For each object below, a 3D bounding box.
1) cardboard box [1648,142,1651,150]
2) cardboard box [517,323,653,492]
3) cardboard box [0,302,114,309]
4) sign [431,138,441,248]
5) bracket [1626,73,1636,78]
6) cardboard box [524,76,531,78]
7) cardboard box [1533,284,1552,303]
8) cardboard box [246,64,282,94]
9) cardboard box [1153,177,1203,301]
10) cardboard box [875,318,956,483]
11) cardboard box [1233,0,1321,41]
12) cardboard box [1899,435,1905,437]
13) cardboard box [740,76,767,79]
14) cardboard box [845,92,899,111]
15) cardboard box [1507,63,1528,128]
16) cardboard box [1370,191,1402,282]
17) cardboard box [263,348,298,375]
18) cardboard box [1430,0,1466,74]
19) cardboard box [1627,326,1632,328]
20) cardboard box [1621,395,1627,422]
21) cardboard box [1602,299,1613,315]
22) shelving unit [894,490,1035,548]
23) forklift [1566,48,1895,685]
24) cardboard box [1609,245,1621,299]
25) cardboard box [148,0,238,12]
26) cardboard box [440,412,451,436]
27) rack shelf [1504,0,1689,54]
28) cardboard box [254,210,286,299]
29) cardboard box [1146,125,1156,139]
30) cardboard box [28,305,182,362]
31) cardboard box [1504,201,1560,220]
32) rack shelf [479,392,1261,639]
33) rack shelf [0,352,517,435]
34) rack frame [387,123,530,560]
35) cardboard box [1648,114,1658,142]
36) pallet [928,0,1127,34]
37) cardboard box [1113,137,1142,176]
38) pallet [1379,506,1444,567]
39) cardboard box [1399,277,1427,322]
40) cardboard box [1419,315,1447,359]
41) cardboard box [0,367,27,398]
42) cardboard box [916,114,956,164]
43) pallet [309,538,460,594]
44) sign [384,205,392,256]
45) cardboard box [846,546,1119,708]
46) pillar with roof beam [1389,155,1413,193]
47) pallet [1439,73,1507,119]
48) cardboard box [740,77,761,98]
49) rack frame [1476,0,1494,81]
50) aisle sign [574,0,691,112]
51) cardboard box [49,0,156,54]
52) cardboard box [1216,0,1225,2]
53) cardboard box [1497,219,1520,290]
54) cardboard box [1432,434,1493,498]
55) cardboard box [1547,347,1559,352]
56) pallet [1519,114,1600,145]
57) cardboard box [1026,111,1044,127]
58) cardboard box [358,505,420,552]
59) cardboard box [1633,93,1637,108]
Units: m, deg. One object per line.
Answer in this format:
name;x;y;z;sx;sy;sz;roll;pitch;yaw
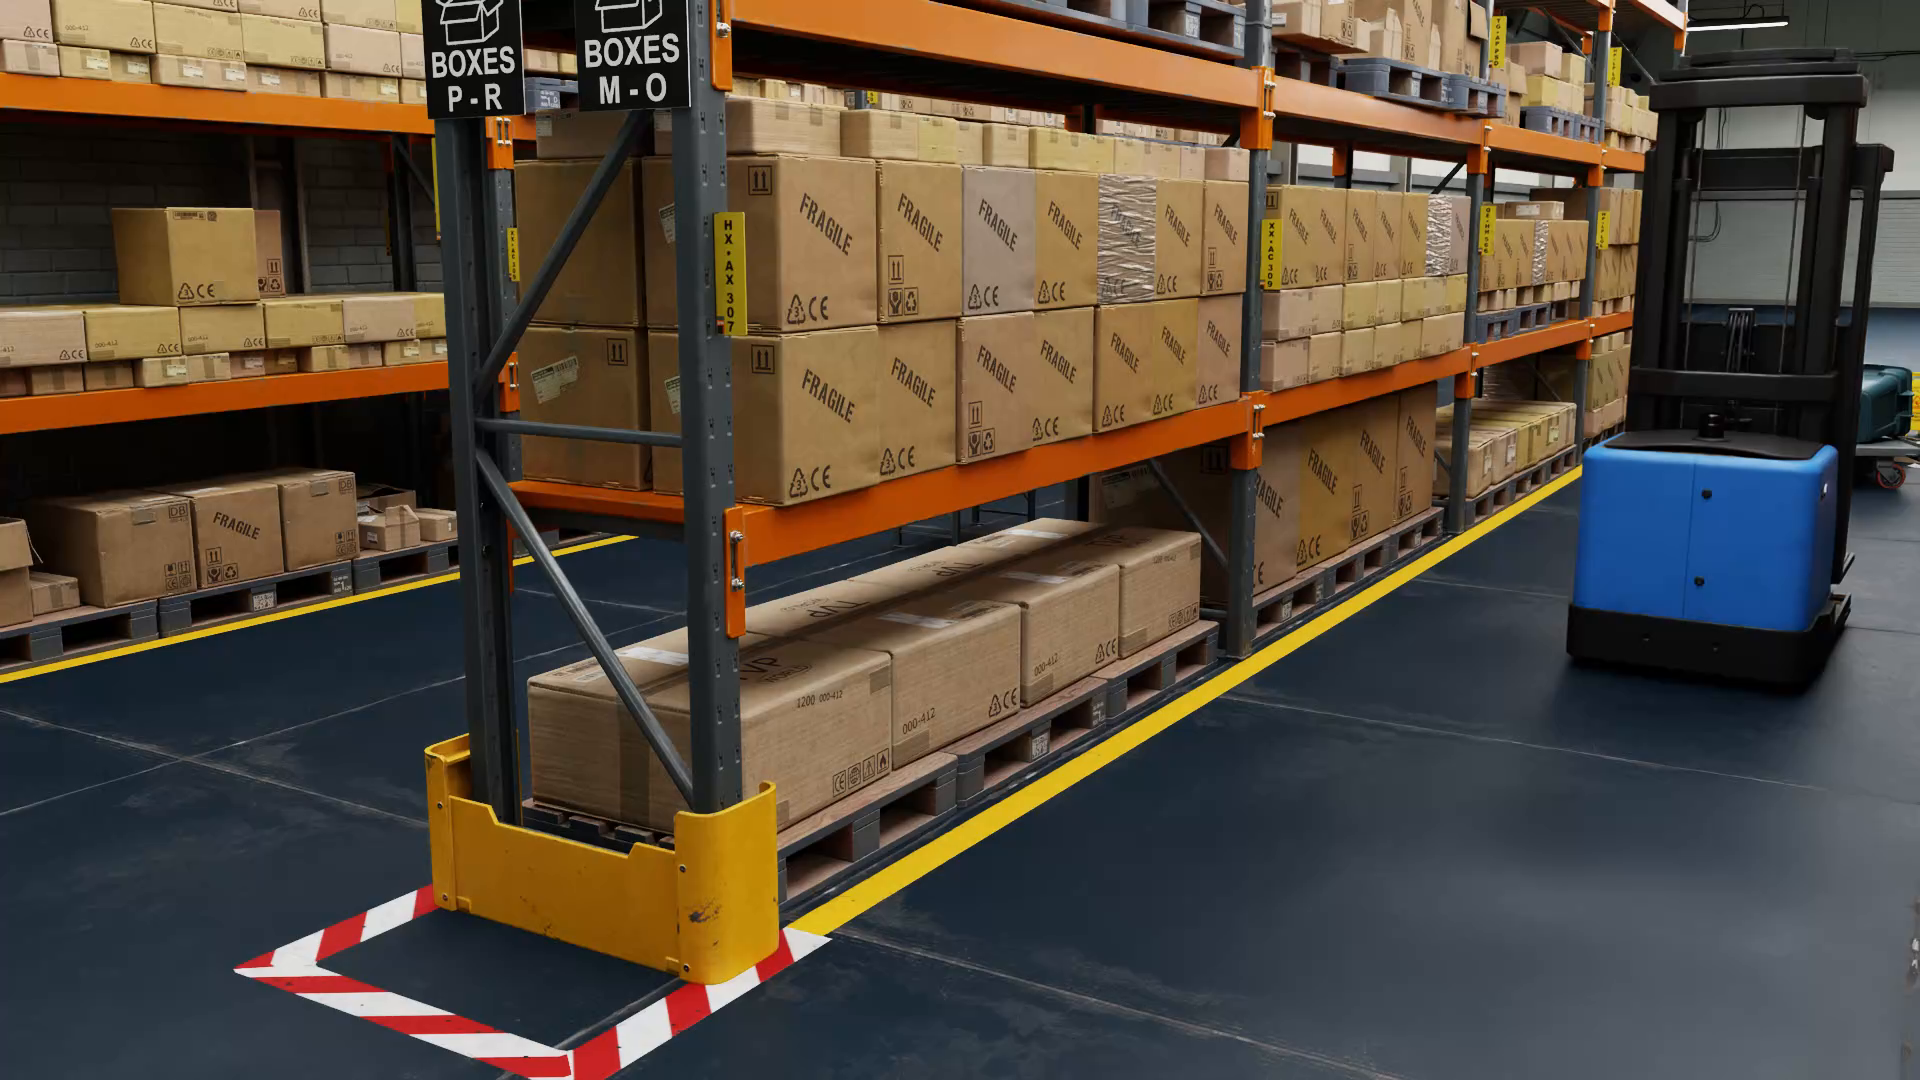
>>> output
cardboard box;6.728;-3.930;16.741;0.380;0.149;0.250;6;12;30
cardboard box;-1.063;-0.454;5.370;0.500;0.500;0.500;6;12;31
cardboard box;-4.789;-1.106;8.723;0.500;0.250;0.500;7;13;32
sign;-1.543;-1.043;4.999;0.100;0.325;0.005;6;12;31
bracket;18.862;-13.018;46.666;0.076;0.066;3.189;6;12;31
cardboard box;-3.050;-3.108;10.939;0.380;0.149;0.250;7;13;32
cardboard box;4.570;-2.007;13.481;0.380;0.149;0.250;6;12;31
cardboard box;-3.886;-2.475;8.970;0.380;0.149;0.250;7;12;31
cardboard box;0.710;-1.294;7.139;0.500;0.500;0.500;6;12;30
cardboard box;-0.354;-0.483;5.526;0.500;0.500;0.500;6;12;30
cardboard box;1.549;-2.593;8.139;0.396;0.266;0.258;6;12;30
cardboard box;8.472;-1.075;15.742;0.797;0.503;0.637;-2;11;-9
cardboard box;-1.648;-3.532;12.446;0.380;0.149;0.250;6;12;29
cardboard box;-0.737;-3.676;13.925;0.380;0.166;0.250;6;12;31
cardboard box;3.834;-3.330;12.570;0.797;0.503;0.637;6;12;31
cardboard box;2.230;-1.758;9.620;0.500;0.500;0.500;6;12;30
cardboard box;-3.933;-1.011;9.300;0.380;0.149;0.250;7;12;32
cardboard box;2.715;-3.118;10.307;0.700;0.500;0.500;6;12;28
cardboard box;6.760;-2.108;17.007;0.380;0.149;0.250;7;12;32
cardboard box;6.488;-1.358;16.805;0.500;0.250;0.500;6;12;29
cardboard box;5.938;-2.211;15.711;0.380;0.149;0.250;7;13;32
shelving unit;0.044;-0.751;11.302;0.538;1.500;1.048;6;12;31
forklift;4.160;-1.000;8.744;1.130;2.935;3.031;7;13;32
cardboard box;5.851;-2.510;15.544;0.500;0.500;0.500;6;12;30
cardboard box;-4.101;-2.855;8.558;0.500;0.250;0.500;7;13;32
cardboard box;-3.310;-0.788;11.317;0.380;0.149;0.250;6;12;28
rack shelf;6.182;-5.099;16.114;1.077;0.370;4.000;6;12;31
cardboard box;-4.255;-1.639;9.531;0.500;0.500;0.500;6;12;29
cardboard box;1.929;-4.533;18.230;0.396;0.266;0.258;6;12;29
cardboard box;-4.343;-1.055;8.450;0.500;0.250;0.500;6;12;30
cardboard box;4.628;-2.662;13.454;0.380;0.149;0.250;6;12;28
rack shelf;-0.049;-0.265;6.585;1.077;0.370;4.000;6;12;31
rack shelf;-4.293;-0.738;9.115;1.077;0.370;4.000;6;12;31
rack frame;-3.254;-1.406;10.729;1.000;3.000;0.127;6;12;31
cardboard box;6.657;-4.100;16.563;0.500;0.250;0.500;7;13;32
pallet;-0.078;-2.045;6.229;1.003;0.211;1.213;6;12;31
cardboard box;0.519;-1.560;6.796;0.380;0.149;0.250;6;12;30
pallet;2.593;-0.074;11.192;1.003;0.211;1.213;6;12;31
cardboard box;2.521;-1.470;10.118;0.500;0.250;0.500;6;12;29
cardboard box;2.774;-1.302;10.579;0.500;0.250;0.500;7;12;32
cardboard box;-4.727;-0.768;8.004;0.380;0.149;0.250;6;12;30
cardboard box;-0.237;-1.313;5.482;0.380;0.149;0.250;6;12;29
pallet;-3.612;0.072;10.409;1.003;0.211;1.213;6;12;31
sign;-3.731;-2.028;10.903;0.100;0.325;0.005;6;12;31
cardboard box;0.108;0.350;7.171;0.875;0.438;0.875;6;12;29
pillar with roof beam;11.753;-7.695;28.017;9.100;9.000;0.548;6;12;31
pallet;2.778;-2.837;10.733;1.213;0.211;1.003;7;13;33
cardboard box;-1.729;-3.398;12.539;0.380;0.149;0.250;7;12;31
rack frame;3.066;-4.511;11.007;1.000;3.000;0.127;6;12;31
aisle sign;-0.876;-1.542;4.391;0.394;0.787;0.004;6;12;31
cardboard box;-4.345;-2.529;8.174;0.500;0.250;0.500;6;12;29
cardboard box;0.932;-2.466;7.188;0.396;0.266;0.258;7;13;32
cardboard box;3.762;-2.095;12.186;0.500;0.500;0.500;7;13;34
cardboard box;3.368;-0.564;12.232;0.950;0.372;0.625;5;12;27
cardboard box;5.484;-1.613;16.127;0.500;0.500;0.500;7;12;32
pallet;4.732;-3.486;14.197;1.213;0.211;1.003;6;12;31
cardboard box;0.588;-4.069;16.070;0.380;0.149;0.250;6;12;31
cardboard box;-3.478;-0.097;10.024;0.396;0.266;0.258;7;13;33
cardboard box;6.215;-4.162;15.814;0.380;0.149;0.250;6;12;30
